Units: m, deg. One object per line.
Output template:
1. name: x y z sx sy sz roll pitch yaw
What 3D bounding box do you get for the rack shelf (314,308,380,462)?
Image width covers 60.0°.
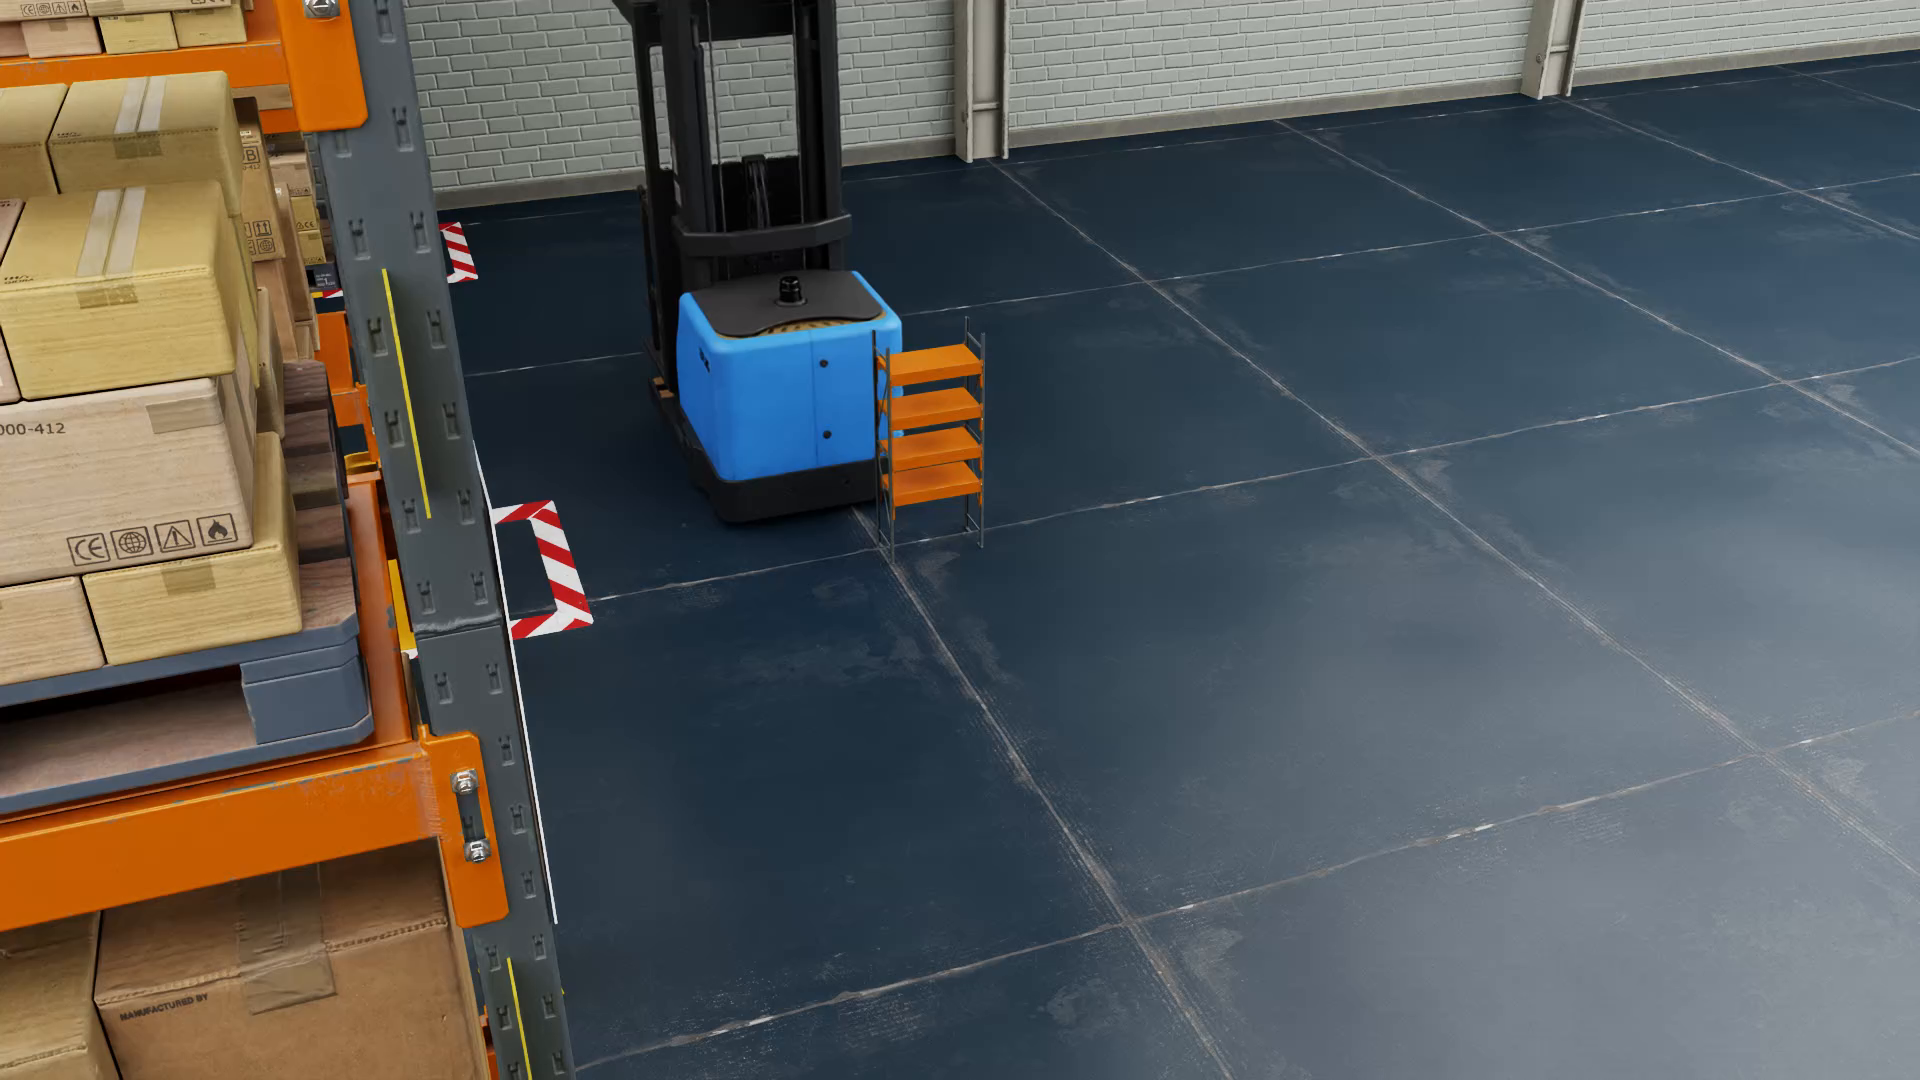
1. rack shelf: -4.607 -0.414 7.172 4.000 0.370 1.077 -10 31 -18

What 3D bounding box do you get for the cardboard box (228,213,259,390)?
1. cardboard box: -1.454 -0.421 2.755 0.500 0.250 0.500 -11 31 -18

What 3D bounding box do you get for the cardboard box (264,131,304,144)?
1. cardboard box: -4.983 -2.801 11.979 0.500 0.250 0.500 -11 31 -18

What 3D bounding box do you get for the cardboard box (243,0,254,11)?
1. cardboard box: -3.157 -2.359 7.084 0.250 0.149 0.380 -10 31 -18

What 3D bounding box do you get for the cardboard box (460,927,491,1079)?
1. cardboard box: -1.244 1.228 3.413 0.550 0.550 0.875 -10 31 -18

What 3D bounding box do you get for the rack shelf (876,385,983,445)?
1. rack shelf: -0.155 -0.629 8.325 0.480 0.148 0.258 -10 31 -18

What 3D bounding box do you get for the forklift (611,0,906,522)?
1. forklift: -1.276 -2.081 9.442 1.130 2.935 3.031 -10 31 -18

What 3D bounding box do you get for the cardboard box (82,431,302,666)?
1. cardboard box: -1.105 0.002 2.414 0.250 0.149 0.380 -11 31 -18

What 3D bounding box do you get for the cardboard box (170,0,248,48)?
1. cardboard box: -2.969 -2.074 6.584 0.250 0.149 0.380 -10 31 -17

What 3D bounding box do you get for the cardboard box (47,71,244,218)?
1. cardboard box: -1.336 -0.649 2.751 0.250 0.149 0.380 -10 31 -17

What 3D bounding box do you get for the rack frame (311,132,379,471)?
1. rack frame: -2.733 -1.071 7.600 0.127 3.000 1.000 -10 31 -18

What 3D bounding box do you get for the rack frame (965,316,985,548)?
1. rack frame: 0.074 -0.535 8.477 0.015 1.200 0.240 -10 31 -18

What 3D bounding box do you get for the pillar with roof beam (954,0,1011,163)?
1. pillar with roof beam: 1.691 -5.317 8.991 0.400 9.000 9.100 -10 31 -18

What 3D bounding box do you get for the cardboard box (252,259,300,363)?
1. cardboard box: -3.145 -1.023 7.113 0.500 0.500 0.500 -11 31 -19

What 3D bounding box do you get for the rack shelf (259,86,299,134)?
1. rack shelf: -6.341 -2.716 11.213 4.000 0.370 1.077 -10 31 -18

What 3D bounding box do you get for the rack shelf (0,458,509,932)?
1. rack shelf: -2.786 0.562 2.429 4.000 0.370 1.077 -10 31 -18

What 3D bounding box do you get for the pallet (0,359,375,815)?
1. pallet: -1.603 0.076 2.646 1.213 0.211 1.003 -10 31 -18

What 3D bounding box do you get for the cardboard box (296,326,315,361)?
1. cardboard box: -3.008 -0.798 7.375 0.250 0.149 0.380 -9 31 -16

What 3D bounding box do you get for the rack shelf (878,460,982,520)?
1. rack shelf: -0.155 -0.262 8.534 0.480 0.148 0.258 -10 31 -18

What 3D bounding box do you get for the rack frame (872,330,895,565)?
1. rack frame: -0.384 -0.451 8.329 0.015 1.200 0.240 -10 31 -18

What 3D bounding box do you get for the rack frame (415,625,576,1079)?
1. rack frame: -0.912 1.208 3.600 0.127 3.000 1.000 -10 31 -18

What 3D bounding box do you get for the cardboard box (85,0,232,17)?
1. cardboard box: -3.118 -2.225 6.447 0.500 0.250 0.500 -11 31 -18

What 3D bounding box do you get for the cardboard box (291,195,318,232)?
1. cardboard box: -4.814 -2.350 11.692 0.500 0.250 0.500 -11 31 -18

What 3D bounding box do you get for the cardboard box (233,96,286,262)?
1. cardboard box: -3.135 -1.489 6.922 0.500 0.500 0.700 -11 32 -19

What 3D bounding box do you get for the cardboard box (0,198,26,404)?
1. cardboard box: -1.344 -0.301 2.141 0.250 0.149 0.380 -10 31 -17

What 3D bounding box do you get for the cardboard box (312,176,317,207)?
1. cardboard box: -4.980 -2.594 12.121 0.500 0.250 0.500 -10 31 -17

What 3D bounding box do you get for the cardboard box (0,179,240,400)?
1. cardboard box: -1.109 -0.343 2.215 0.250 0.149 0.380 -10 31 -17

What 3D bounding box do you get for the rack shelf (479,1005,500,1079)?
1. rack shelf: -2.786 1.866 3.172 4.000 0.370 1.077 -10 31 -18

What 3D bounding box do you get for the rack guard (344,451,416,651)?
1. rack guard: -2.804 0.028 8.196 0.348 0.500 1.175 -10 31 -18

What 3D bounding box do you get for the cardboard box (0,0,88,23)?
1. cardboard box: -3.595 -2.145 6.306 0.500 0.250 0.500 -11 31 -18

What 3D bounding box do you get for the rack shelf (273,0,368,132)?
1. rack shelf: -2.786 -0.567 1.786 4.000 0.370 1.077 -10 31 -18

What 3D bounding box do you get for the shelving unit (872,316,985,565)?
1. shelving unit: -0.155 -0.493 8.403 0.503 1.200 0.258 -10 31 -18

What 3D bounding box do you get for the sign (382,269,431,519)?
1. sign: -0.736 -0.192 2.212 0.005 0.325 0.100 -10 31 -18

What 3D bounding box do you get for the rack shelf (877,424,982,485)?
1. rack shelf: -0.155 -0.434 8.436 0.480 0.148 0.258 -10 31 -18

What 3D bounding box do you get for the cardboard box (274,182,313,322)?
1. cardboard box: -3.273 -1.291 7.584 0.500 0.500 0.500 -11 31 -18

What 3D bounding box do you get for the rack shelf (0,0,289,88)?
1. rack shelf: -4.607 -1.717 6.430 4.000 0.370 1.077 -10 31 -18

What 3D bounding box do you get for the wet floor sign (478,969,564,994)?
1. wet floor sign: -1.575 1.307 5.804 0.232 0.644 0.267 -16 33 -26

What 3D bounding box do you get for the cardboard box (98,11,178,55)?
1. cardboard box: -3.191 -2.016 6.482 0.250 0.149 0.380 -10 31 -17

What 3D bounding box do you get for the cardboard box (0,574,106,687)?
1. cardboard box: -1.342 0.045 2.338 0.250 0.149 0.380 -10 31 -17

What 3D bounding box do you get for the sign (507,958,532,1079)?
1. sign: -0.736 0.856 2.809 0.005 0.325 0.100 -10 31 -18

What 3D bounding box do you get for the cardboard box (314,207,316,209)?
1. cardboard box: -4.995 -2.367 12.228 0.500 0.250 0.500 -10 31 -17

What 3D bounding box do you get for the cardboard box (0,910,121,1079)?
1. cardboard box: -1.756 0.857 2.973 0.550 0.550 0.875 -10 31 -18

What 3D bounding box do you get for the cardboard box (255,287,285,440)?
1. cardboard box: -1.345 -0.302 2.948 0.250 0.149 0.380 -10 31 -17

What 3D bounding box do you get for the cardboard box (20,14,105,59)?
1. cardboard box: -3.452 -1.986 6.429 0.250 0.149 0.380 -9 31 -16

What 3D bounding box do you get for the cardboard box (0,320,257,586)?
1. cardboard box: -1.273 -0.171 2.316 0.500 0.250 0.500 -10 31 -17

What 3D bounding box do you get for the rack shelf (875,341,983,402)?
1. rack shelf: -0.155 -0.834 8.208 0.480 0.148 0.258 -10 31 -18

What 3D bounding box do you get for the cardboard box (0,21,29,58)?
1. cardboard box: -3.713 -1.973 6.407 0.250 0.149 0.380 -10 31 -17

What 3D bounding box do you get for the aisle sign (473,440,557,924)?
1. aisle sign: -0.741 0.205 2.734 0.004 0.787 0.394 -10 31 -18

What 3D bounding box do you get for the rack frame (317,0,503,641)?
1. rack frame: -0.912 -1.399 2.115 0.127 3.000 1.000 -10 31 -18

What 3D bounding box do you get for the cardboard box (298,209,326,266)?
1. cardboard box: -4.797 -2.134 11.818 0.500 0.250 0.500 -10 31 -17

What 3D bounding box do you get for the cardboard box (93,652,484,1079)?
1. cardboard box: -1.273 0.720 3.215 0.550 0.550 0.875 -10 31 -18

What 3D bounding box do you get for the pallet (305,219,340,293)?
1. pallet: -5.169 -2.011 12.066 1.213 0.211 1.003 -10 31 -18

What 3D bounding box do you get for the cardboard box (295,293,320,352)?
1. cardboard box: -3.123 -1.000 7.728 0.250 0.149 0.380 -10 31 -17

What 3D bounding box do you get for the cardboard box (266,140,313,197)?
1. cardboard box: -4.790 -2.572 11.577 0.500 0.250 0.500 -9 31 -16

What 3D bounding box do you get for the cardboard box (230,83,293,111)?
1. cardboard box: -4.837 -3.210 11.254 0.500 0.500 0.500 -11 32 -19

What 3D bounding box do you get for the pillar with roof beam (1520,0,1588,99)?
1. pillar with roof beam: 7.314 -6.352 10.809 0.400 9.000 9.100 -10 31 -18

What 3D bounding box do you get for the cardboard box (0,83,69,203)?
1. cardboard box: -1.571 -0.606 2.676 0.250 0.149 0.380 -10 31 -17
